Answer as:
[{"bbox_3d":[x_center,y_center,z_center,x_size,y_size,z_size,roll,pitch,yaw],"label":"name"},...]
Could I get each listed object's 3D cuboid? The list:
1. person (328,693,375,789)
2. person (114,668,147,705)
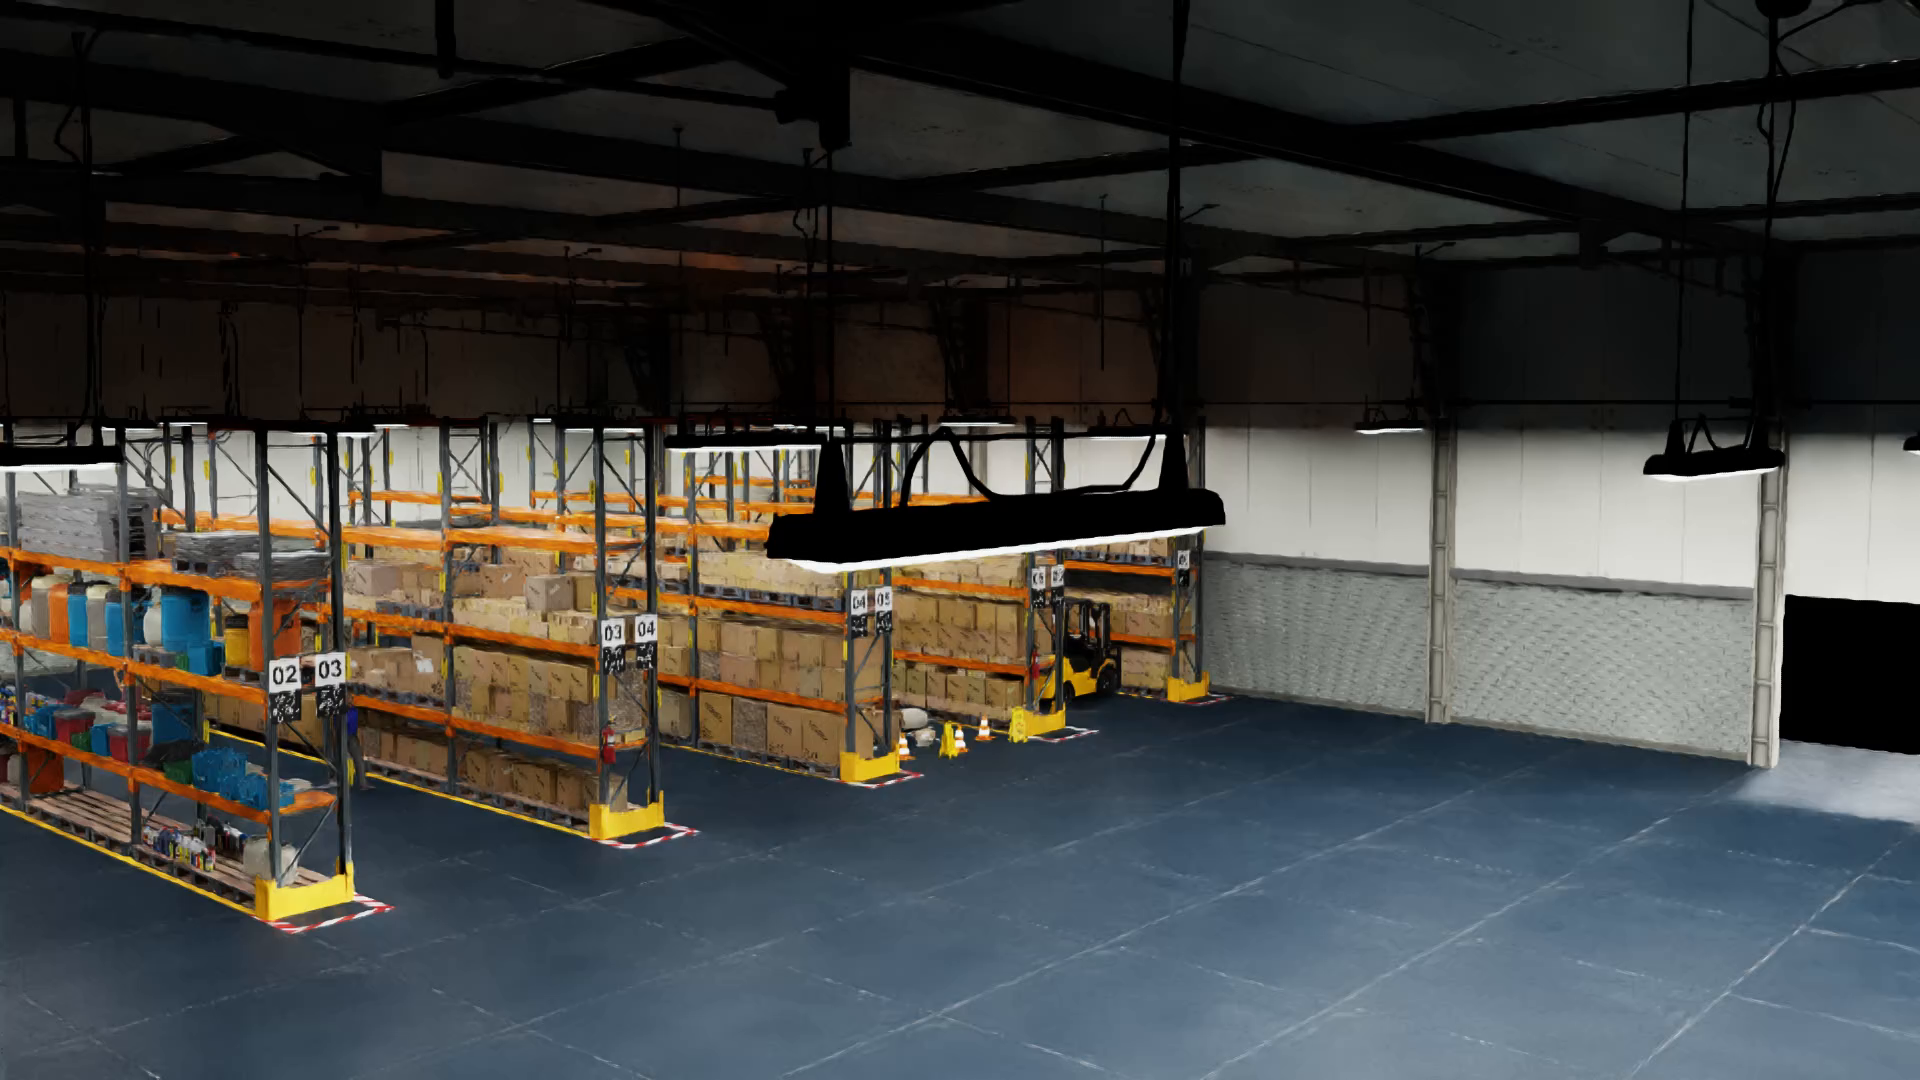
[{"bbox_3d":[-10.016,3.272,27.153,1.088,1.574,0.447,5,7,44],"label":"person"},{"bbox_3d":[-16.183,2.834,32.454,0.503,1.618,0.594,4,6,40],"label":"person"}]
